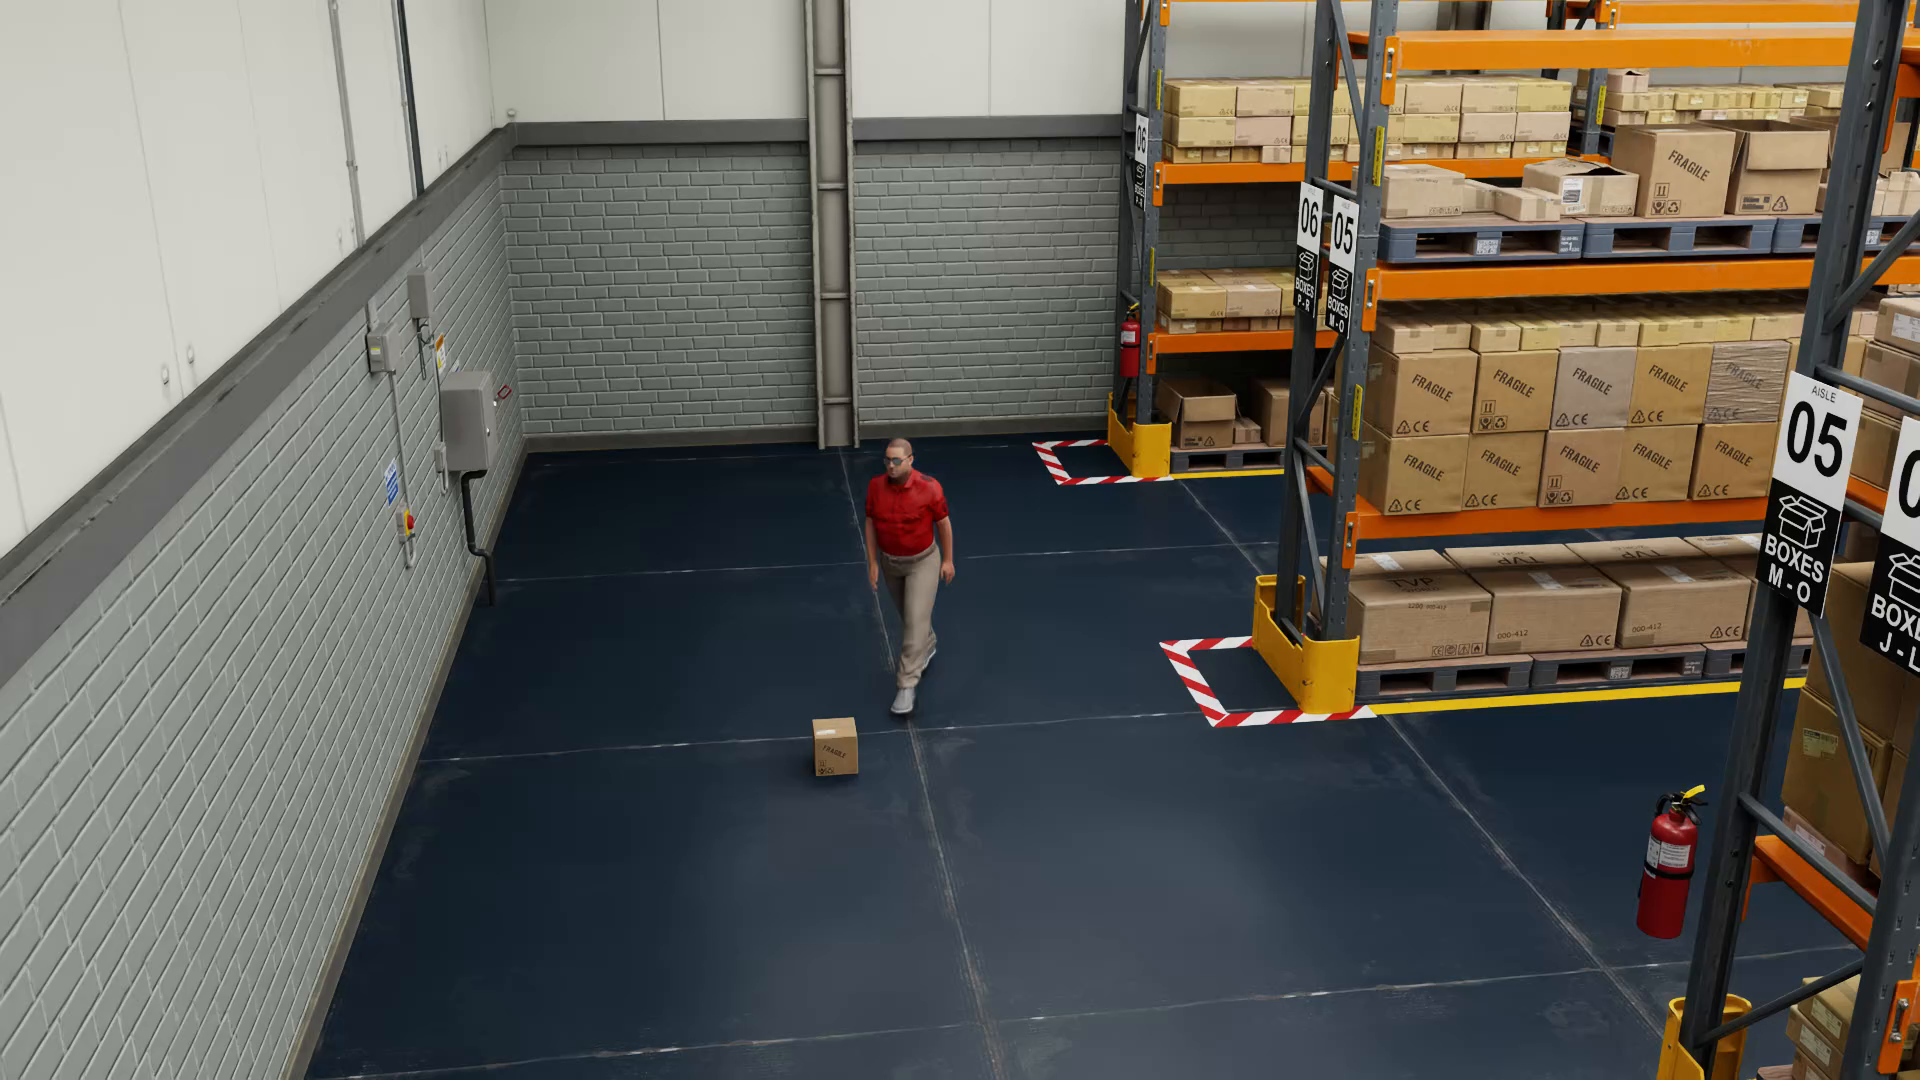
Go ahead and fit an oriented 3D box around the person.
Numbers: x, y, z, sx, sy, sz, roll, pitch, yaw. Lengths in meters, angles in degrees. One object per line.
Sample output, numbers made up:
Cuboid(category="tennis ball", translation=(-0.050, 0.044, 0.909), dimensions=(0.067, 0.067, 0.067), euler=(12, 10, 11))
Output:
Cuboid(category="person", translation=(-0.363, 0.152, 10.633), dimensions=(0.544, 1.670, 0.979), euler=(10, 22, 25))
